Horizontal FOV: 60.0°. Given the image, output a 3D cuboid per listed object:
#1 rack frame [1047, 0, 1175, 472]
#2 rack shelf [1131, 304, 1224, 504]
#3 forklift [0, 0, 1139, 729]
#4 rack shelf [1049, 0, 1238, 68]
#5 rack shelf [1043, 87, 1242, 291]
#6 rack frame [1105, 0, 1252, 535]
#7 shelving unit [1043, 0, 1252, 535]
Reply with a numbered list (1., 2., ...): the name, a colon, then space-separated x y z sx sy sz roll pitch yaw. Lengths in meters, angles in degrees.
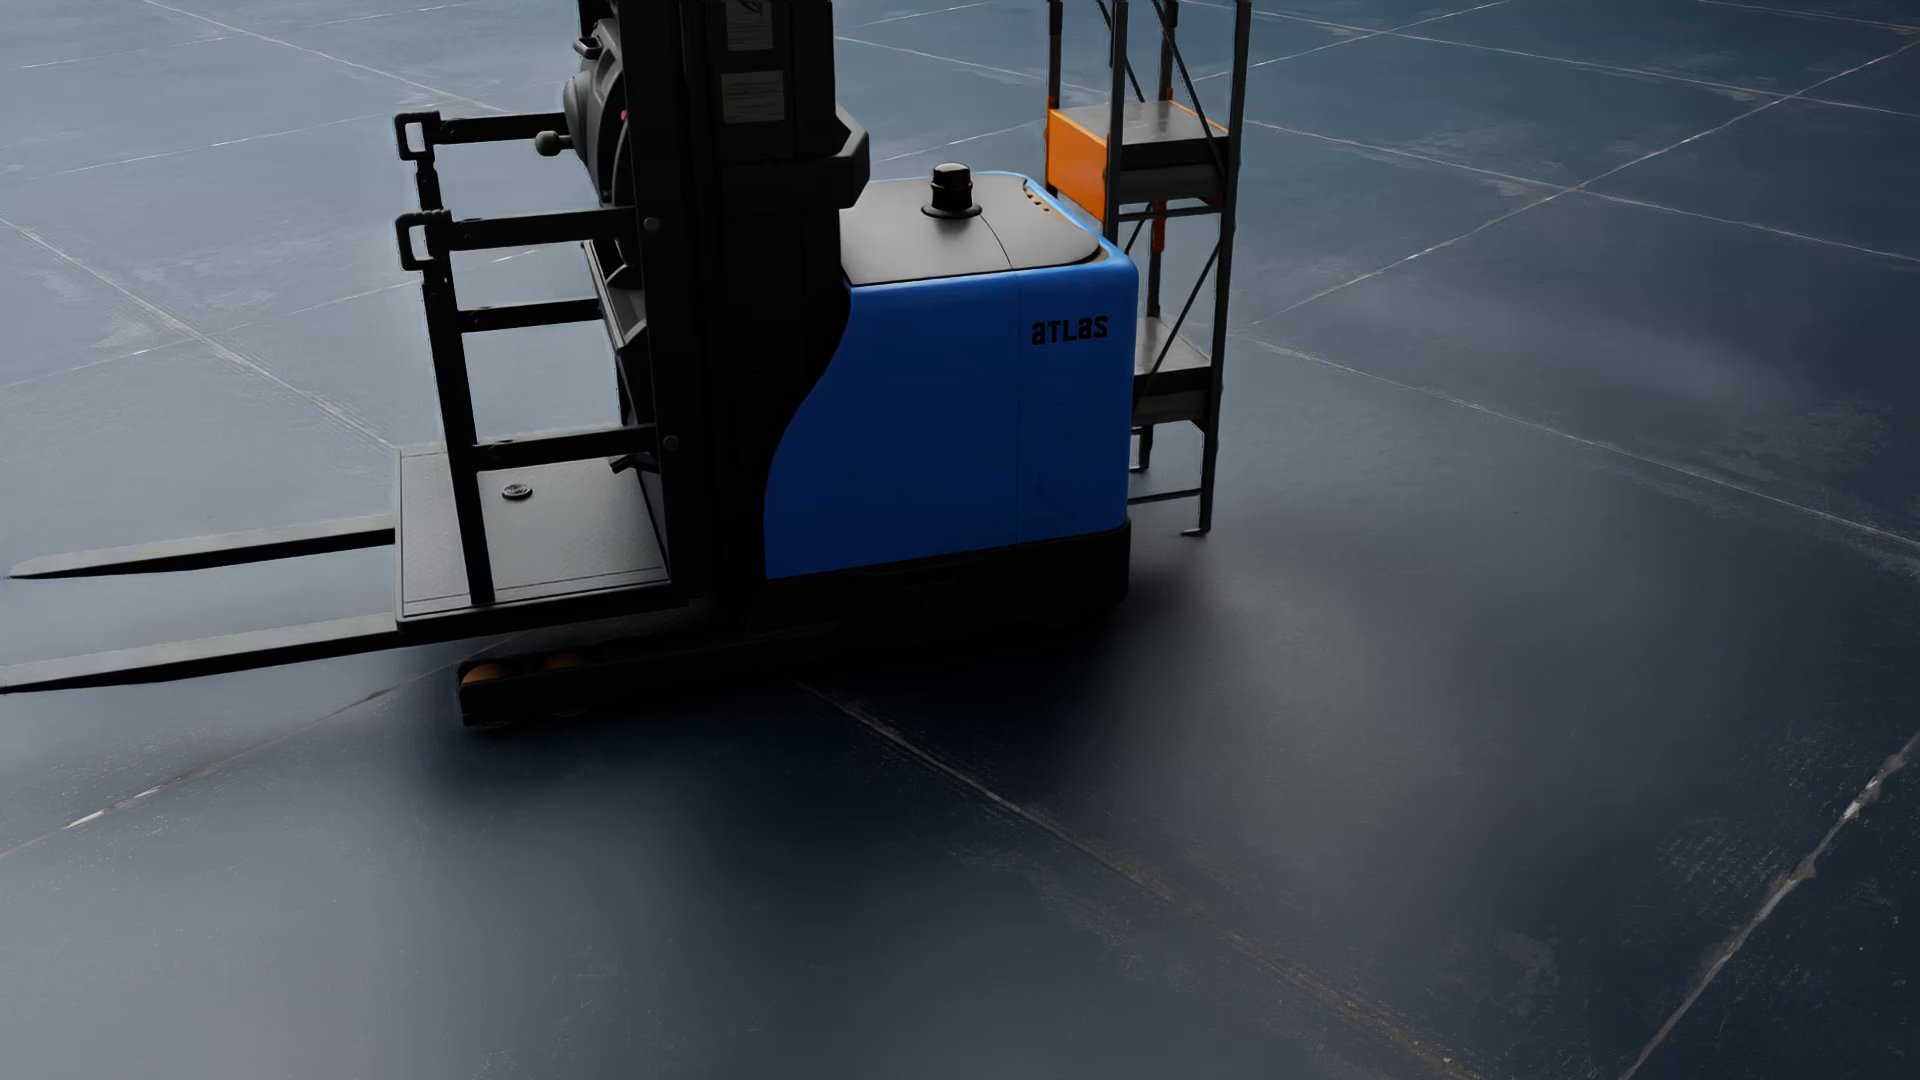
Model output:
1. rack frame: 0.456 -1.148 5.177 0.400 2.100 0.015 -8 29 -16
2. rack shelf: 0.531 -0.408 5.303 0.431 0.518 0.480 -8 29 -16
3. forklift: -1.091 -1.082 4.159 3.031 2.935 1.130 -8 29 -15
4. rack shelf: 0.531 -1.647 4.651 0.431 0.518 0.480 -8 29 -16
5. rack shelf: 0.531 -1.027 4.977 0.431 0.518 0.480 -8 29 -16
6. rack frame: 0.605 -0.931 4.765 0.400 2.100 0.015 -8 29 -16
7. shelving unit: 0.531 -1.040 4.971 0.431 2.100 0.503 -8 29 -16
